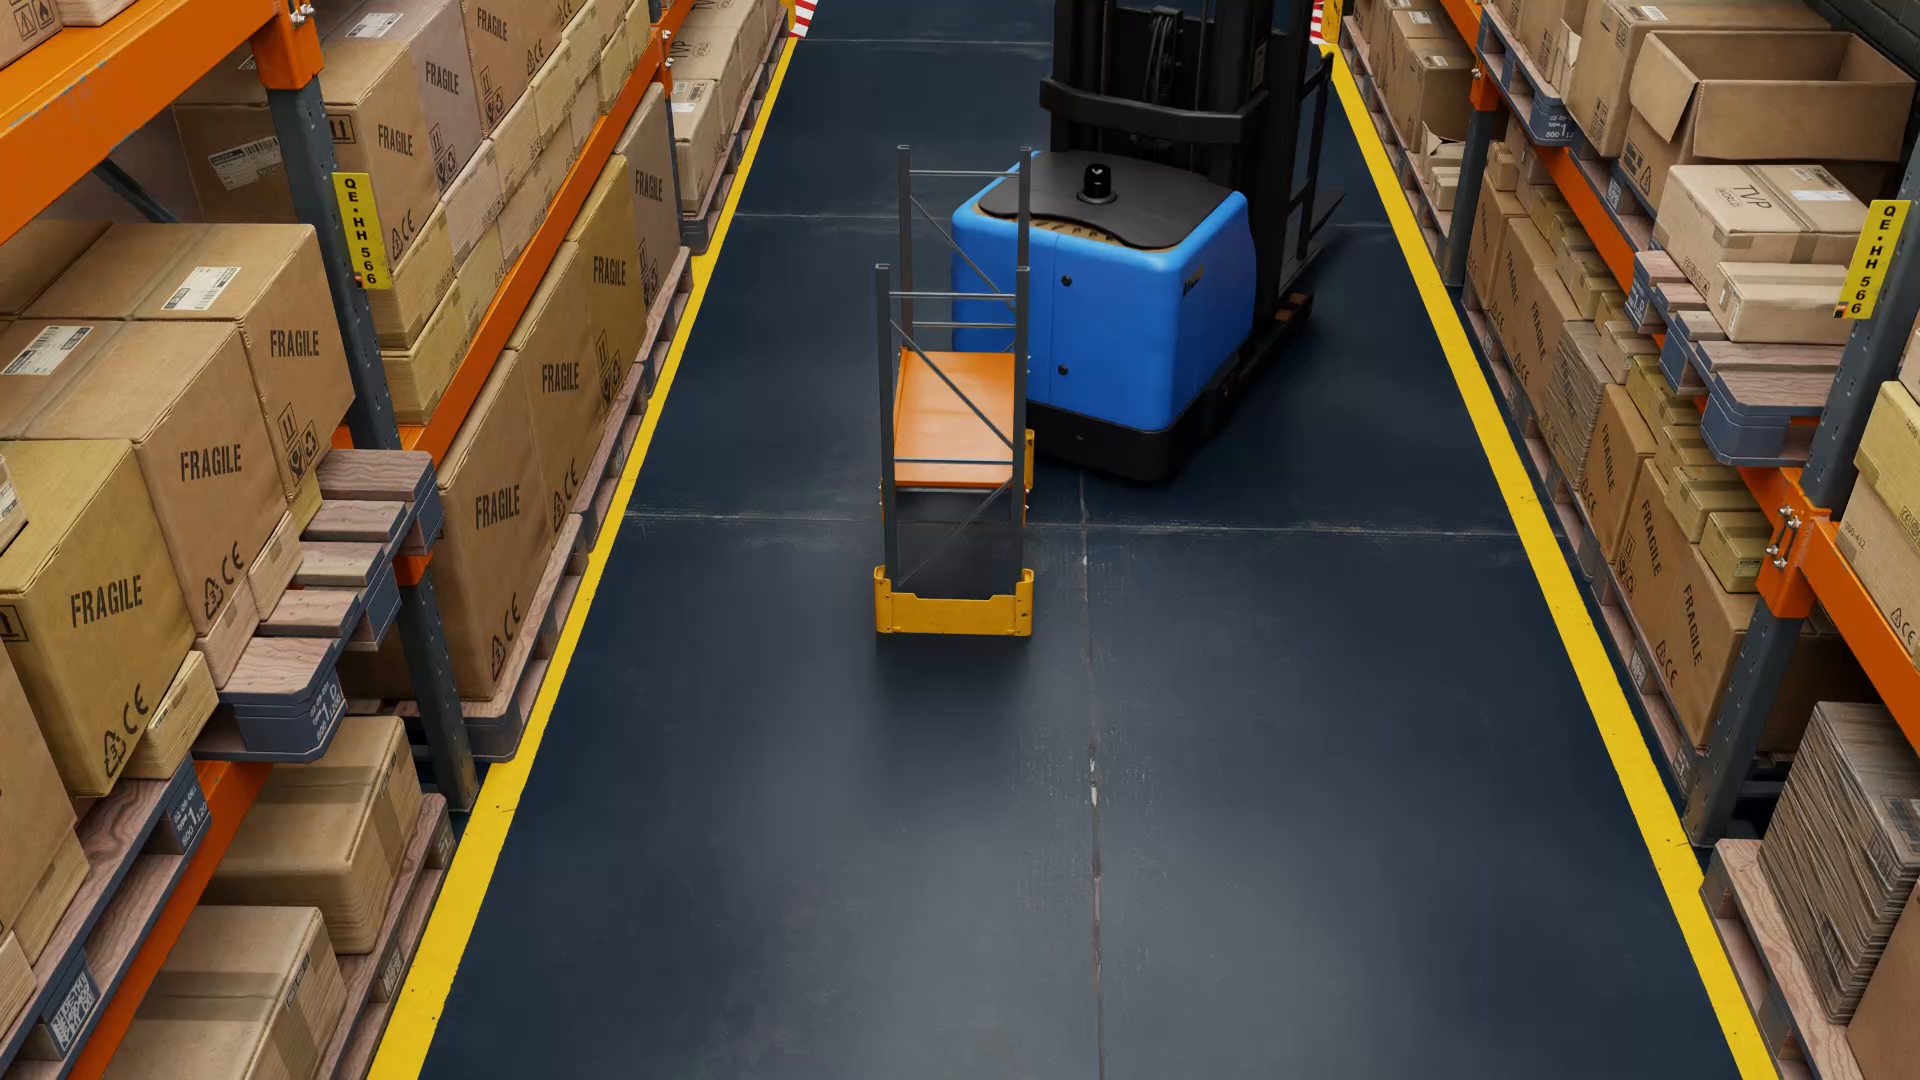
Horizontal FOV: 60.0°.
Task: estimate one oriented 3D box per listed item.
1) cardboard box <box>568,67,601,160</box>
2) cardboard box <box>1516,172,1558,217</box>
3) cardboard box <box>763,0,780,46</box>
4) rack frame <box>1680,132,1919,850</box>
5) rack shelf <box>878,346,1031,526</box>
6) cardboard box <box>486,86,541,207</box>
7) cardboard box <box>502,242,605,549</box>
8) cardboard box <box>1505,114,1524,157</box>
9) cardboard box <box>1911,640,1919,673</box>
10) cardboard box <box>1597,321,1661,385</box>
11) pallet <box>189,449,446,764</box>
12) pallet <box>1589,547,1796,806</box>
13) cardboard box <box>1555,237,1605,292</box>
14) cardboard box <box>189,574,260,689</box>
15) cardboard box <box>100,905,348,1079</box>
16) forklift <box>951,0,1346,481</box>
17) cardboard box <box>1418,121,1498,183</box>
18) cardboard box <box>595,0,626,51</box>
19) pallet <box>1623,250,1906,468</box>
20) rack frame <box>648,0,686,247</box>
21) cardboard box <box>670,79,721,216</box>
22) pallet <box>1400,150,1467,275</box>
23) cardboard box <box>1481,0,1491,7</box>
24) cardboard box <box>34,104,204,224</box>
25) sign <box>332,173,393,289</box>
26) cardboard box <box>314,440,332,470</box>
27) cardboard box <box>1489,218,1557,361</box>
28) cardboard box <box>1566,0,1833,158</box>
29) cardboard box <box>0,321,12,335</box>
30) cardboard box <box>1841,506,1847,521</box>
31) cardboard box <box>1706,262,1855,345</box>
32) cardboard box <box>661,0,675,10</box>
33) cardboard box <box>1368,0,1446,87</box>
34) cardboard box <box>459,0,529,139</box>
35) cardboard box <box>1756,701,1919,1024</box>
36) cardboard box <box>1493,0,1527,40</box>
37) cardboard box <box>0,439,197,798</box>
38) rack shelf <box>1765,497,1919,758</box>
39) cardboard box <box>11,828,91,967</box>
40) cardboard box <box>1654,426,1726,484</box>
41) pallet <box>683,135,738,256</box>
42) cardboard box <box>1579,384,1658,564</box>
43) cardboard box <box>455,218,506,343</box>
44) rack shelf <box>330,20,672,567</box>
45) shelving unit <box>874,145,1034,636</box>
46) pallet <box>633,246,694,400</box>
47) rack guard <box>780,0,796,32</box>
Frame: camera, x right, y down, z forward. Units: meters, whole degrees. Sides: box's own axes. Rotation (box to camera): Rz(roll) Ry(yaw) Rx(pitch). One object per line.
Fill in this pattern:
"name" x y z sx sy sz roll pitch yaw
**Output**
"cardboard box" -1.774 -1.762 6.779 0.500 0.250 0.500 0 35 1
"cardboard box" 2.799 -1.610 7.677 0.380 0.149 0.250 0 35 1
"cardboard box" -1.713 -3.709 11.282 0.875 0.438 0.875 0 35 0
"rack frame" 2.852 -0.258 4.509 1.000 3.000 0.127 1 35 2
"rack shelf" -0.003 -0.417 6.352 0.538 0.185 1.000 1 35 2
"cardboard box" -1.786 -1.383 5.804 0.500 0.250 0.500 1 35 2
"cardboard box" -1.957 -0.581 6.450 0.875 0.875 0.875 2 35 2
"cardboard box" 2.793 -1.891 7.818 0.380 0.149 0.250 1 35 1
"cardboard box" 2.565 0.341 3.786 0.500 0.250 0.500 1 35 1
"cardboard box" 2.700 -0.724 6.416 0.380 0.149 0.250 0 35 0
"pallet" -2.030 0.119 4.138 1.213 0.211 1.003 1 35 2
"pallet" 2.920 0.454 5.920 1.003 0.211 1.213 1 35 2
"cardboard box" 2.755 -1.162 7.039 0.380 0.149 0.250 1 35 2
"cardboard box" -1.808 0.200 3.710 0.380 0.149 0.250 0 35 0
"cardboard box" -2.162 1.281 4.239 0.950 0.372 0.625 1 35 1
"forklift" 1.096 -2.272 7.434 1.130 2.935 3.031 17 39 23
"cardboard box" 2.756 -2.142 9.201 0.396 0.266 0.258 3 35 4
"cardboard box" -1.734 -2.266 7.061 0.500 0.250 0.500 2 35 3
"pallet" 2.809 -0.571 5.121 1.213 0.211 1.003 1 35 2
"rack frame" -1.947 -2.669 7.939 1.000 3.000 0.127 1 35 2
"cardboard box" -1.815 -2.151 9.065 0.875 0.438 0.875 1 35 1
"pallet" 3.041 -1.810 9.142 1.003 0.211 1.213 1 35 2
"cardboard box" 2.773 -2.643 8.120 0.380 0.149 0.250 2 35 3
"cardboard box" -2.348 -1.124 4.784 0.500 0.500 0.500 0 35 1
"sign" -1.565 -0.805 4.349 0.100 0.325 0.005 1 35 2
"cardboard box" -1.886 -0.246 4.345 0.380 0.149 0.250 3 35 4
"cardboard box" 2.757 -1.127 7.553 0.500 0.500 0.500 1 35 1
"cardboard box" 2.718 -1.748 6.176 0.700 0.500 0.500 1 35 2
"cardboard box" -2.371 -0.153 3.648 0.500 0.500 0.500 3 35 4
"cardboard box" 3.189 0.075 5.843 0.500 0.500 0.500 1 35 2
"cardboard box" 2.495 -0.714 5.010 0.380 0.149 0.250 2 35 3
"cardboard box" -1.666 -2.974 8.285 0.500 0.500 0.500 2 35 3
"cardboard box" 2.981 -3.164 10.453 0.700 0.500 0.500 3 35 4
"cardboard box" -1.797 -1.681 5.576 0.500 0.500 0.500 2 35 3
"cardboard box" 2.813 0.899 4.562 0.875 0.625 0.625 2 35 3
"cardboard box" 2.770 -2.497 7.241 0.700 0.500 0.500 2 35 3
"cardboard box" -1.877 0.150 3.218 0.500 0.500 0.500 -1 35 -1
"rack shelf" 2.772 1.185 3.081 1.077 0.370 4.000 1 35 2
"cardboard box" -1.869 0.646 3.076 0.380 0.149 0.250 0 35 0
"cardboard box" 2.654 -0.270 5.771 0.380 0.149 0.250 0 35 0
"pallet" -1.838 -1.963 9.360 1.003 0.211 1.213 1 35 2
"cardboard box" 2.703 -0.244 6.296 0.500 0.500 0.500 3 35 4
"cardboard box" -1.834 -0.880 5.524 0.500 0.250 0.500 0 35 1
"rack shelf" -2.027 -1.226 6.511 1.077 0.370 4.000 1 35 2
"shelving unit" -0.003 -0.570 6.256 0.587 1.500 1.083 1 35 2
"pallet" -1.903 -1.083 8.108 1.003 0.211 1.213 1 35 2
"rack guard" -1.785 -3.958 11.947 1.175 0.500 0.348 1 35 2
